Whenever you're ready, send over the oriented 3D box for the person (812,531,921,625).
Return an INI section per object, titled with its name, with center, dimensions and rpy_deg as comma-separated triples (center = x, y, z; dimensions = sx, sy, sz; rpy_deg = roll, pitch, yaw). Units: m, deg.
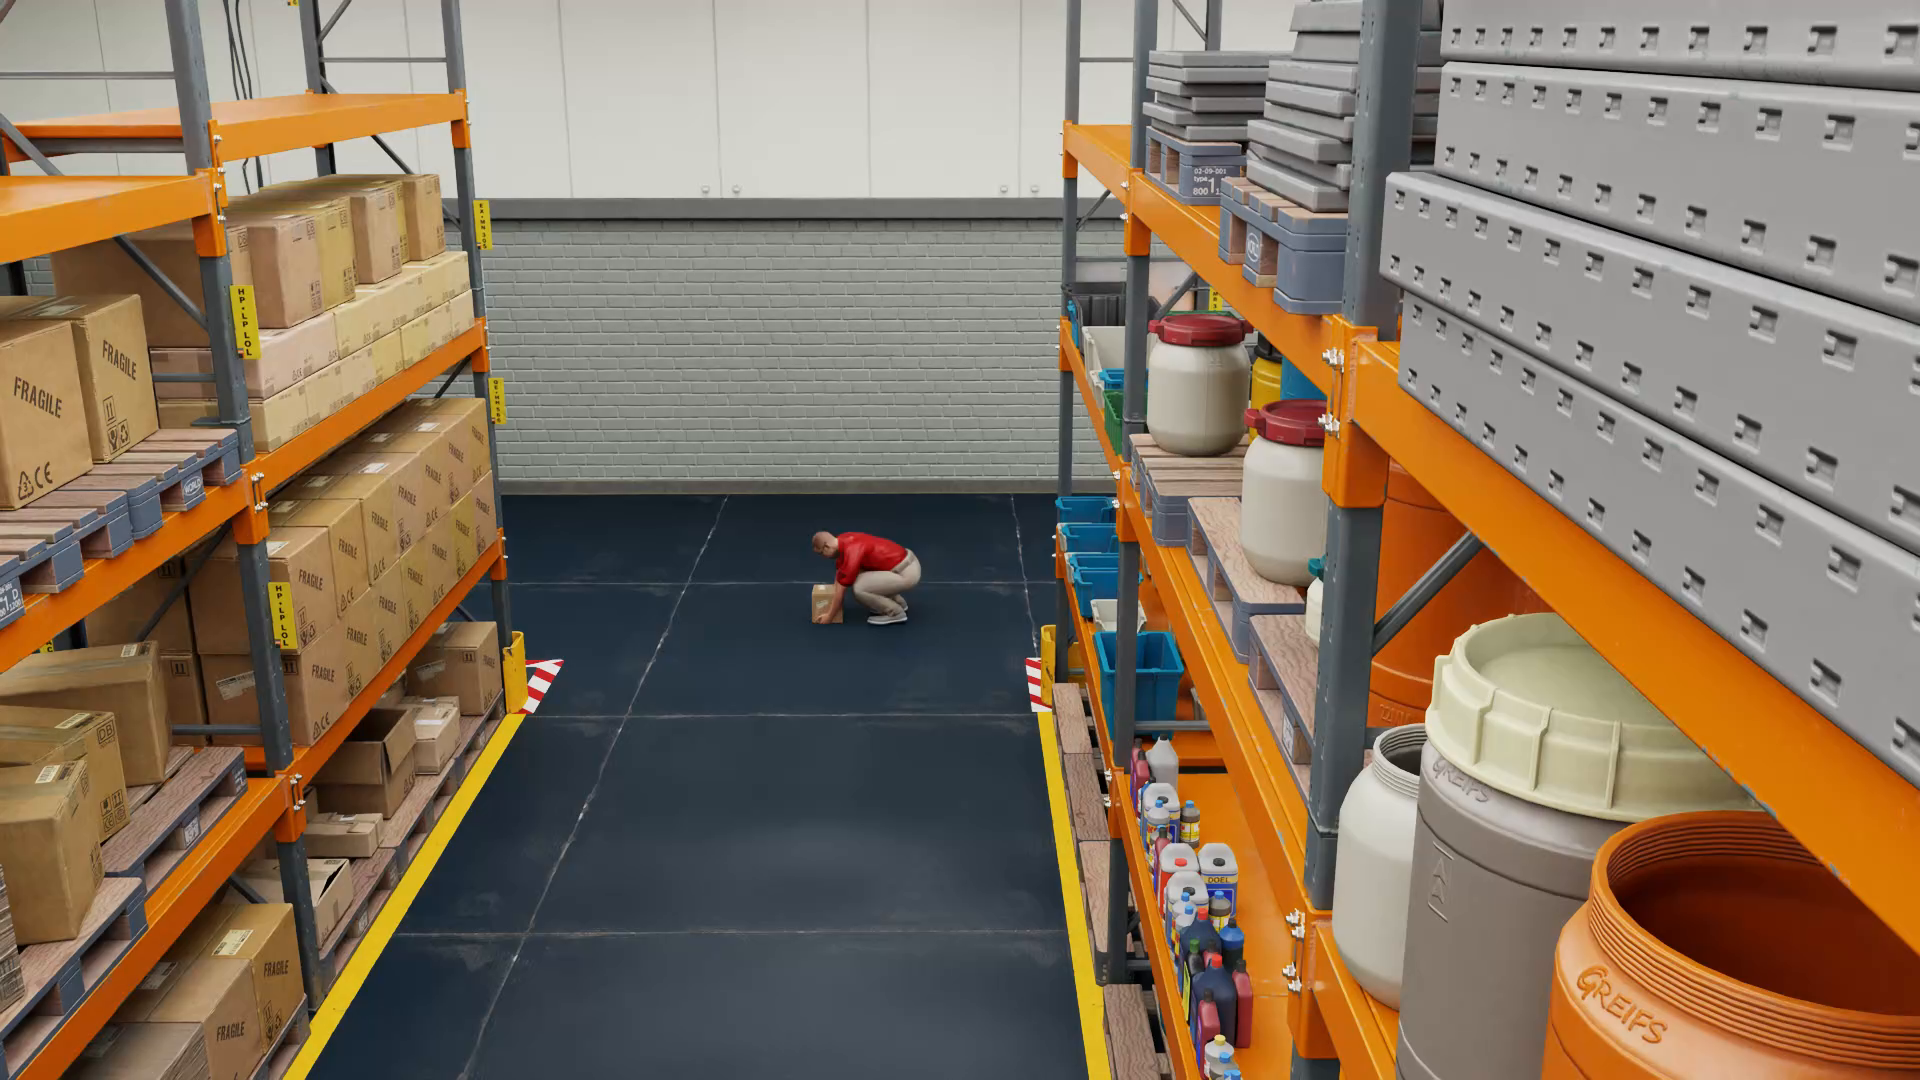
[person]
center = -0.771, 0.321, 13.804
dimensions = 0.895, 0.859, 0.544
rpy_deg = 0, 17, -1
